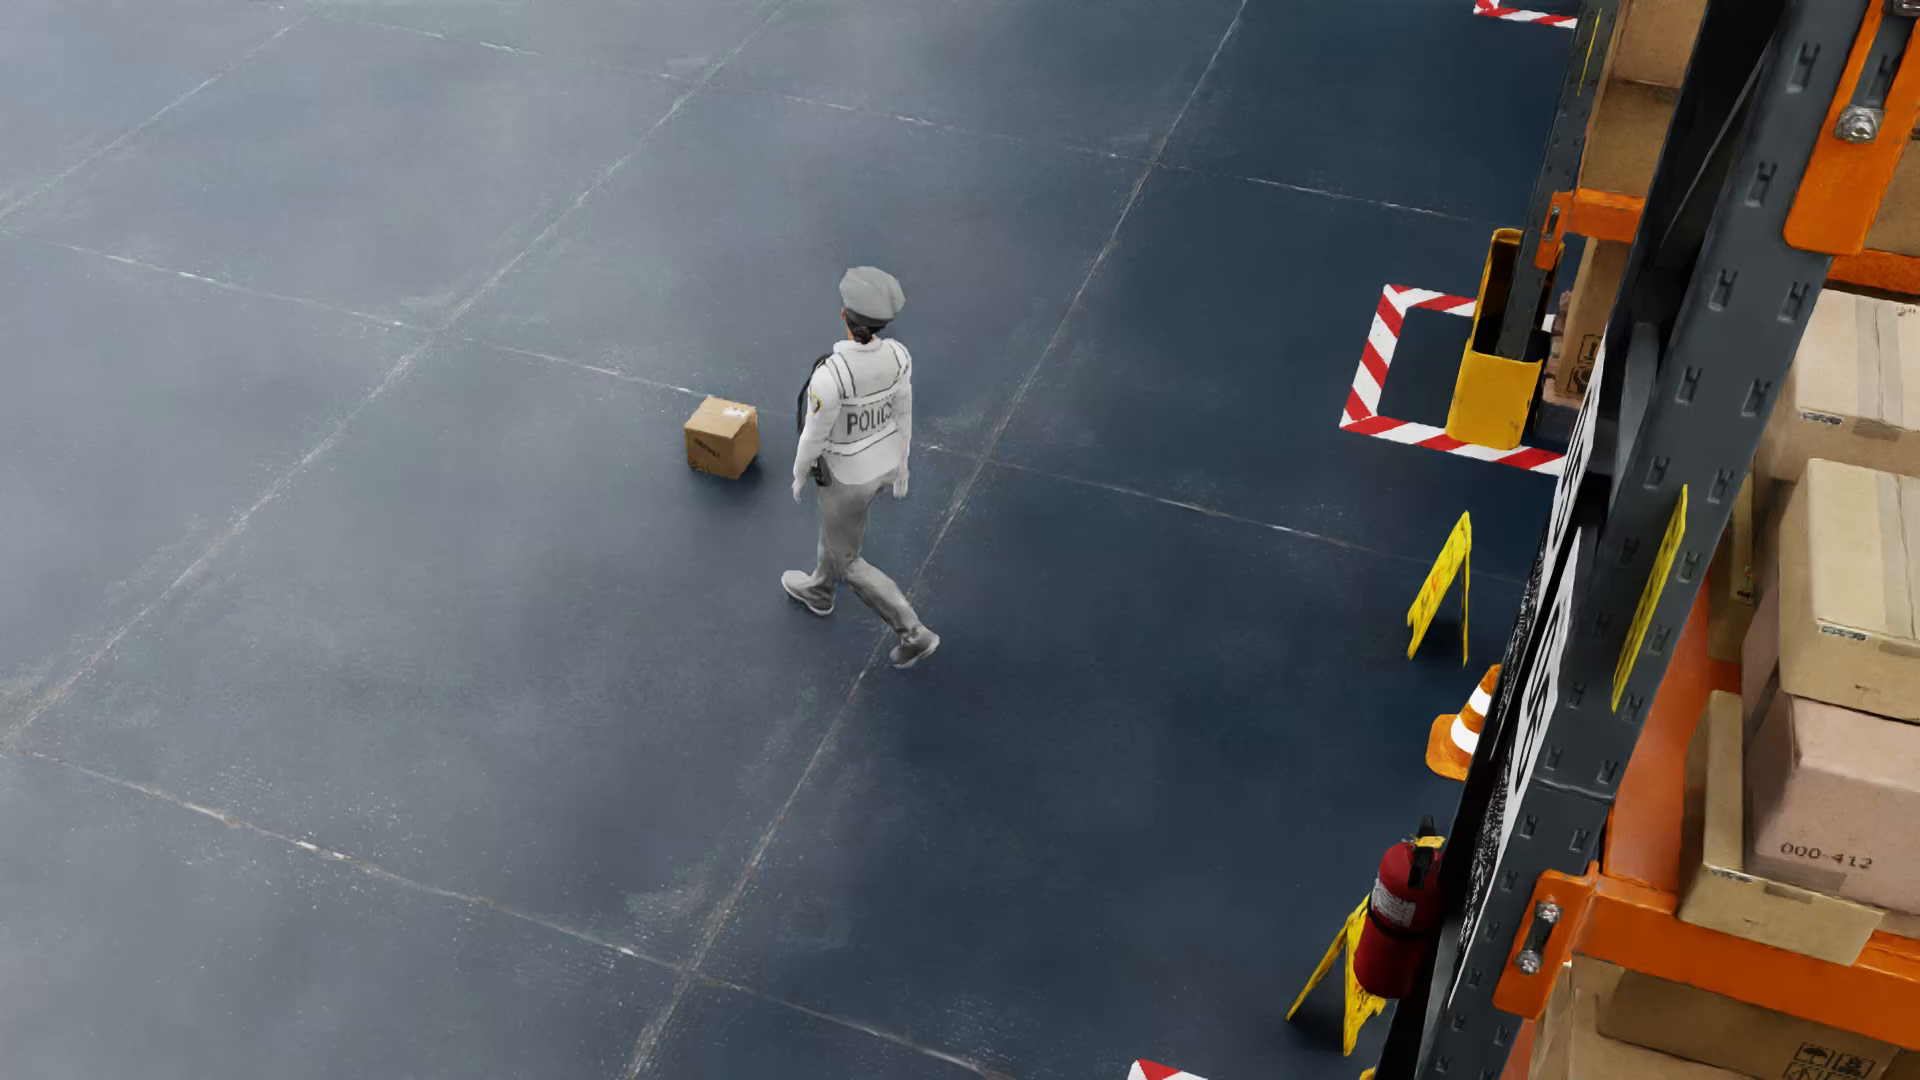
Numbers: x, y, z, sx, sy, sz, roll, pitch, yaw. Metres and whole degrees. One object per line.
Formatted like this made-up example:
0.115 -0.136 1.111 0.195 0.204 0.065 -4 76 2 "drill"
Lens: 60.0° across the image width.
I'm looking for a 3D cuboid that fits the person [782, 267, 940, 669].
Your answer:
-0.361 -0.275 6.472 0.890 1.619 0.483 29 49 28 "person"
